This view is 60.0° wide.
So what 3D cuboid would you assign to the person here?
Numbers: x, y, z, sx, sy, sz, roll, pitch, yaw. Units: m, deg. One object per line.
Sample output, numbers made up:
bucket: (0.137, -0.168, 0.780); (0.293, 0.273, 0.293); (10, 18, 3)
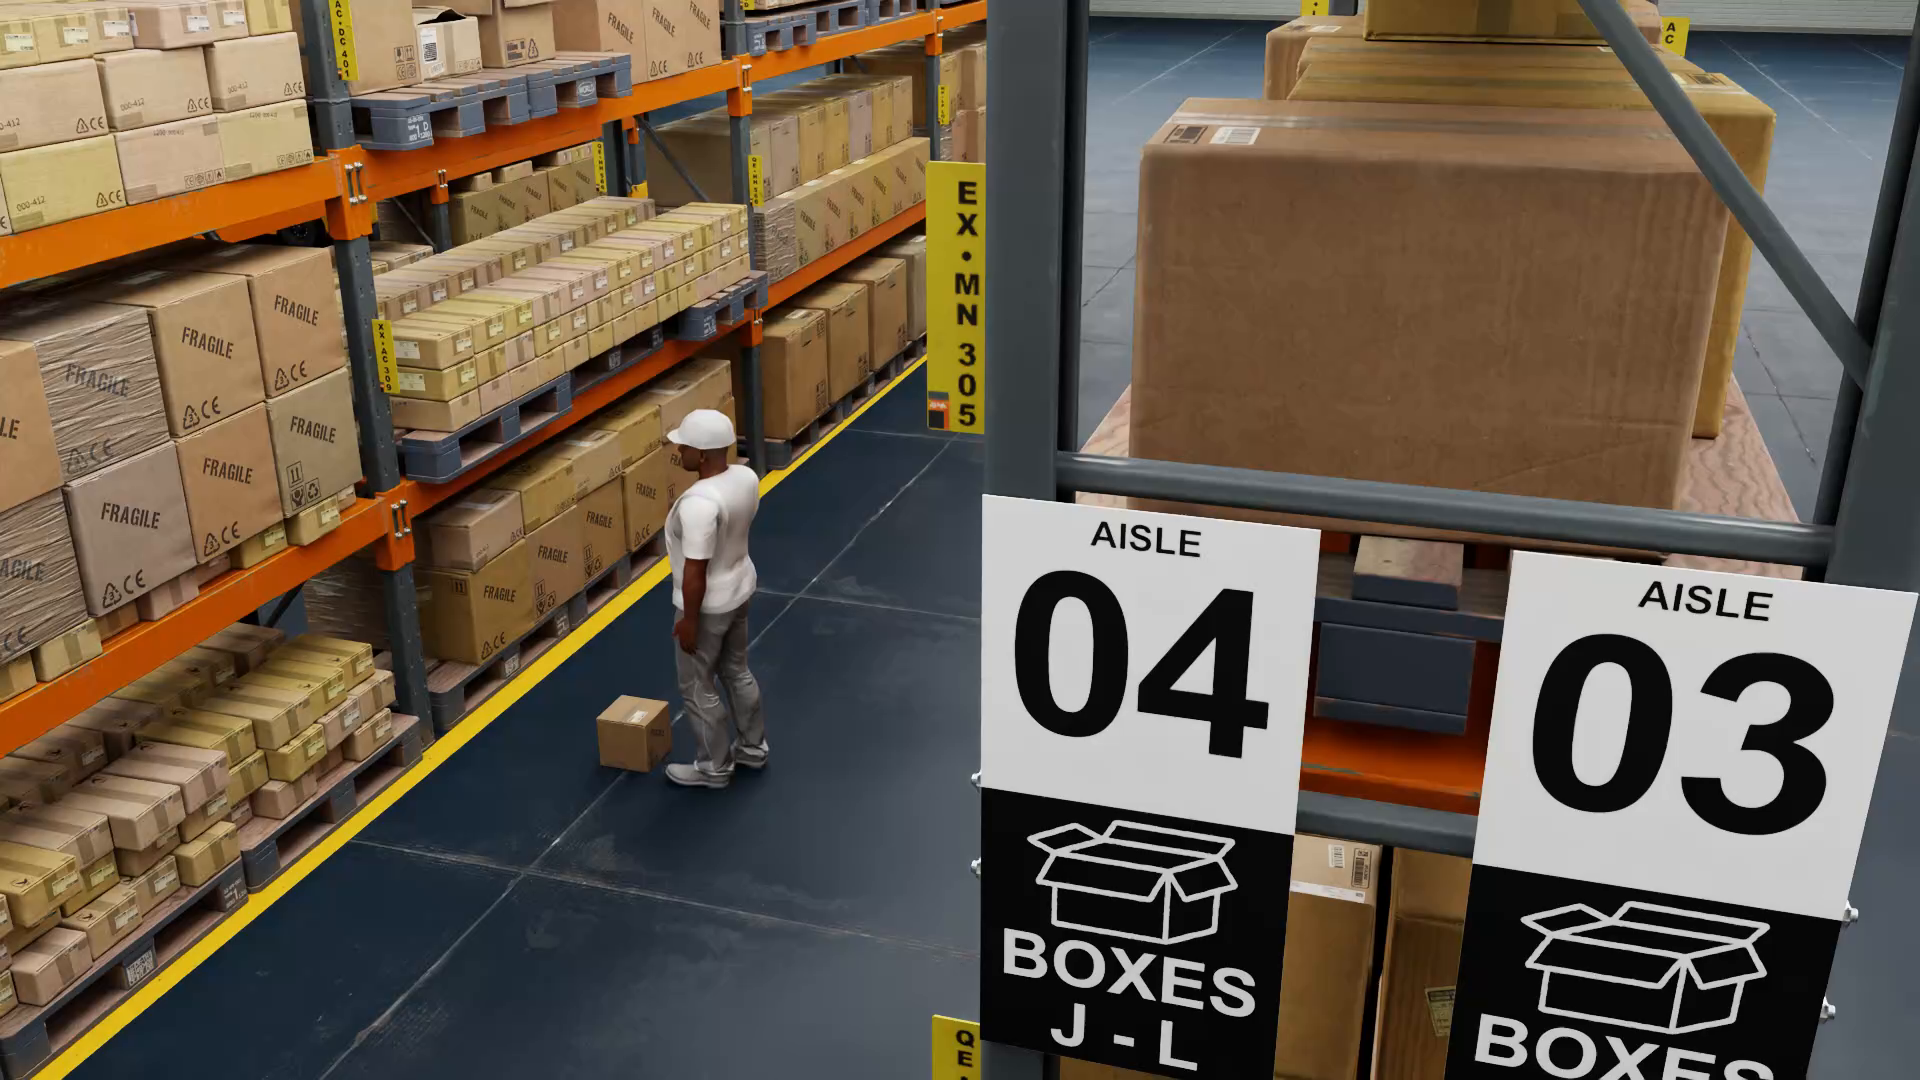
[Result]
person: (-1.117, 0.263, 7.408); (0.411, 1.764, 0.565); (7, 23, 17)
